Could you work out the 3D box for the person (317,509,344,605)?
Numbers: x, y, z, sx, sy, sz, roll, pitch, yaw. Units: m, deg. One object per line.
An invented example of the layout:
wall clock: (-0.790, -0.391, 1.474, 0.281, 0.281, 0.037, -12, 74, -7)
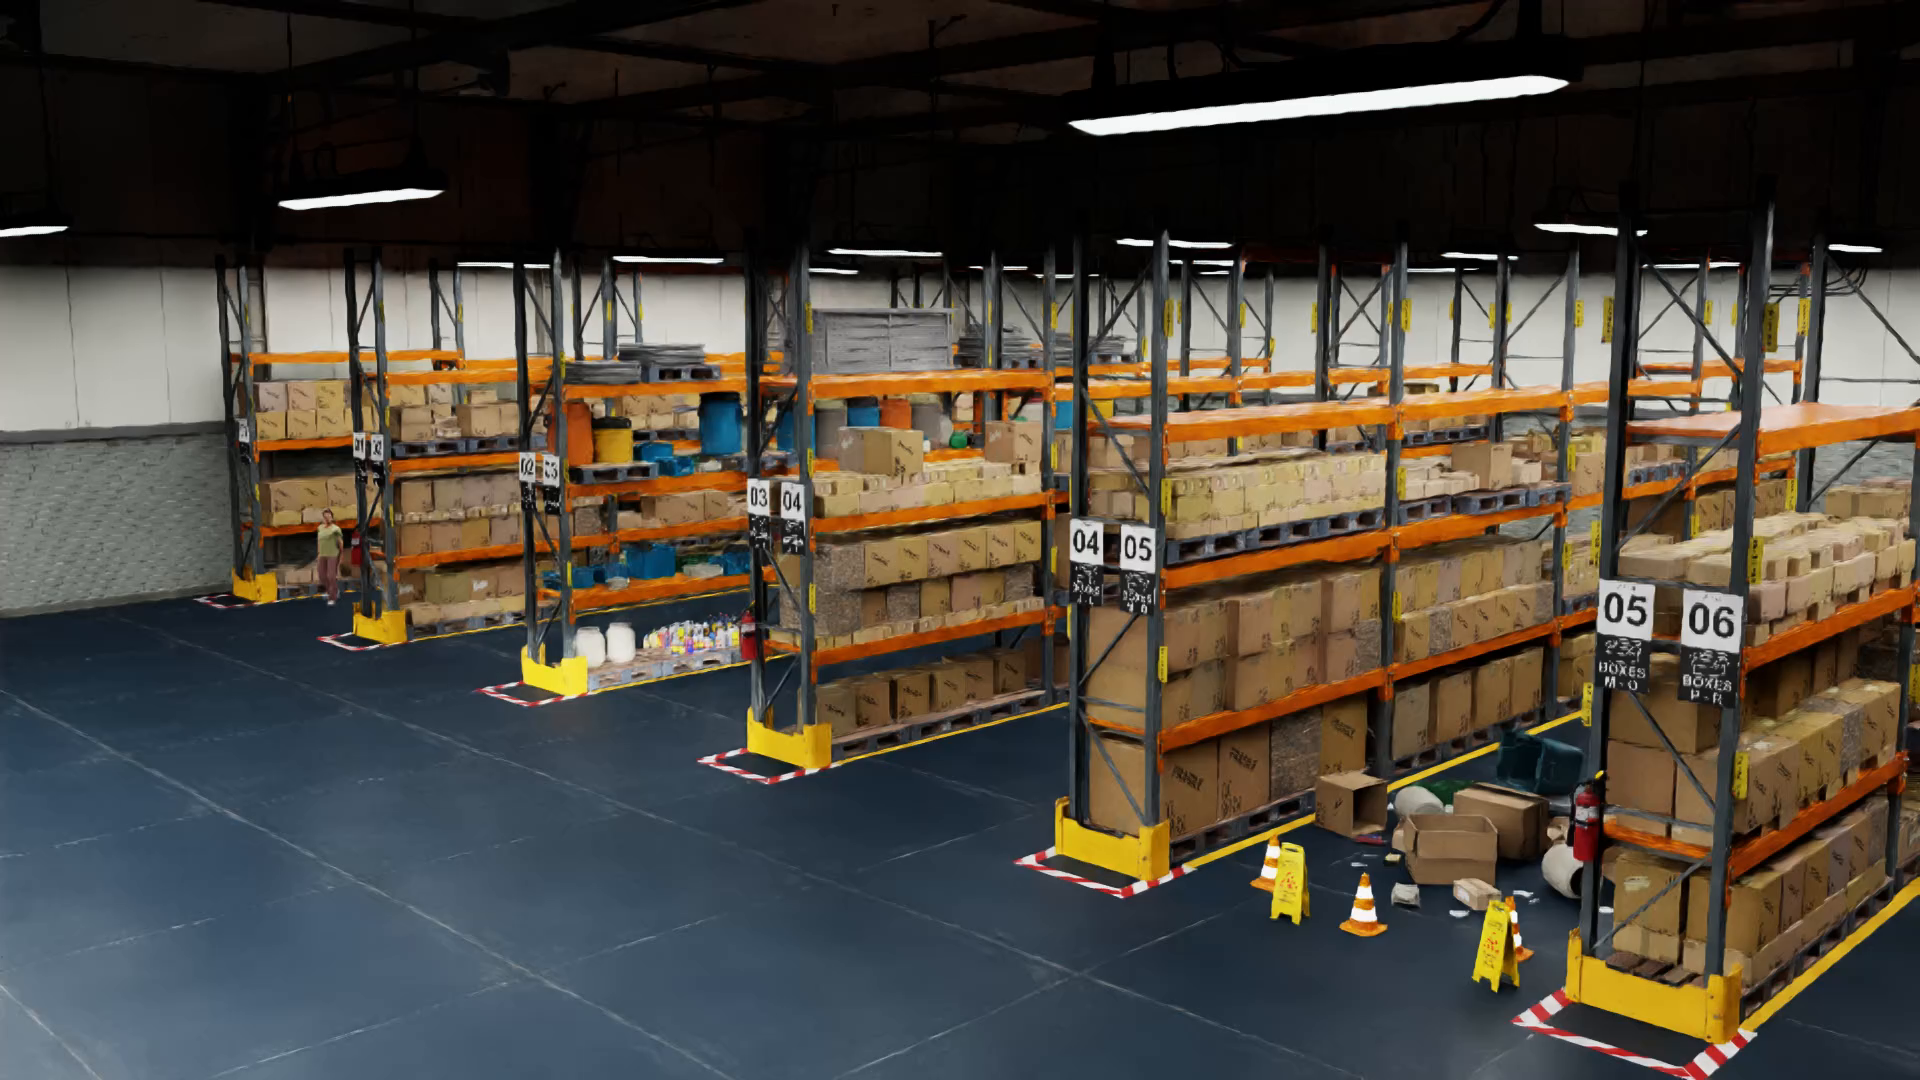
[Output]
person: (-10.909, 0.269, 28.845, 0.508, 1.659, 0.534, 1, 8, 9)
